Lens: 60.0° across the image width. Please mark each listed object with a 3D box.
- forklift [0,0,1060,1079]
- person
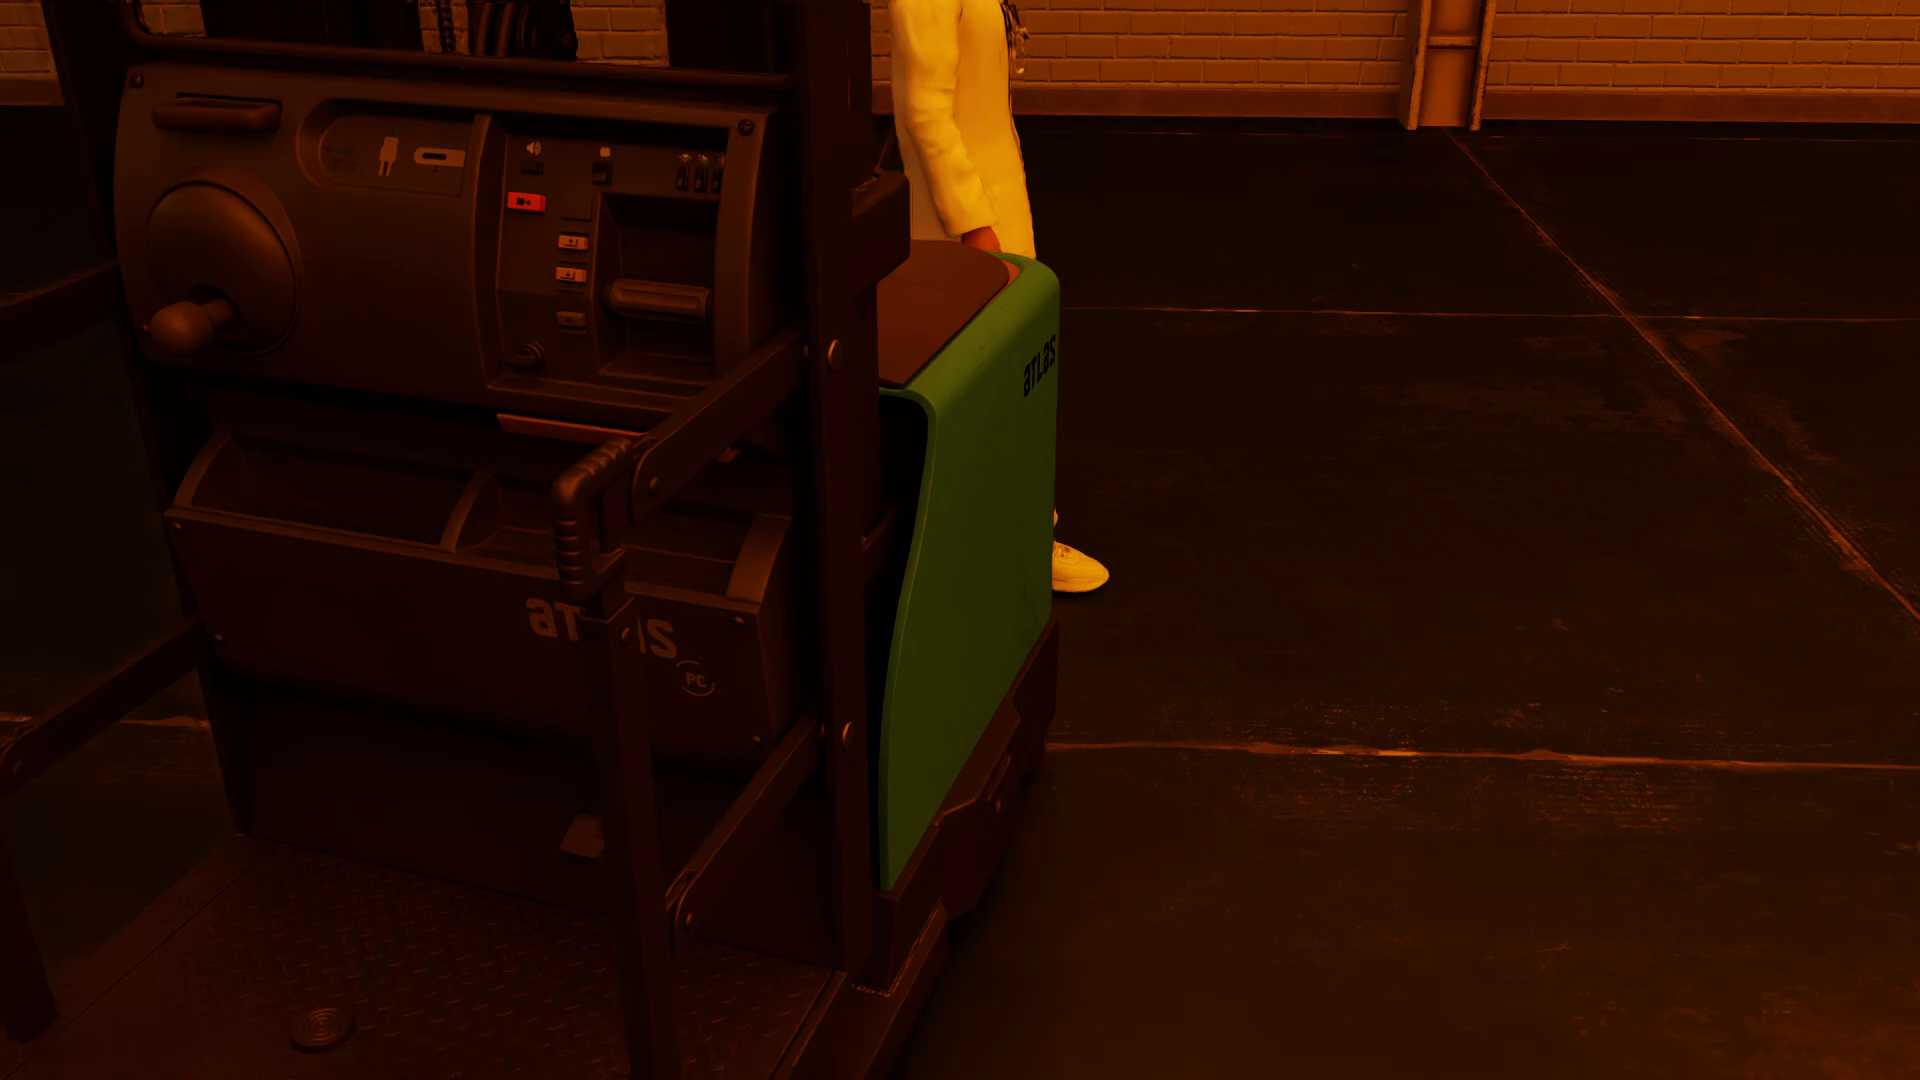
[{"bbox_3d":[-0.741,-0.351,1.919,1.130,2.935,3.031,8,27,16],"label":"forklift"},{"bbox_3d":[0.113,-0.807,4.143,0.548,1.779,0.718,0,26,1],"label":"person"}]
